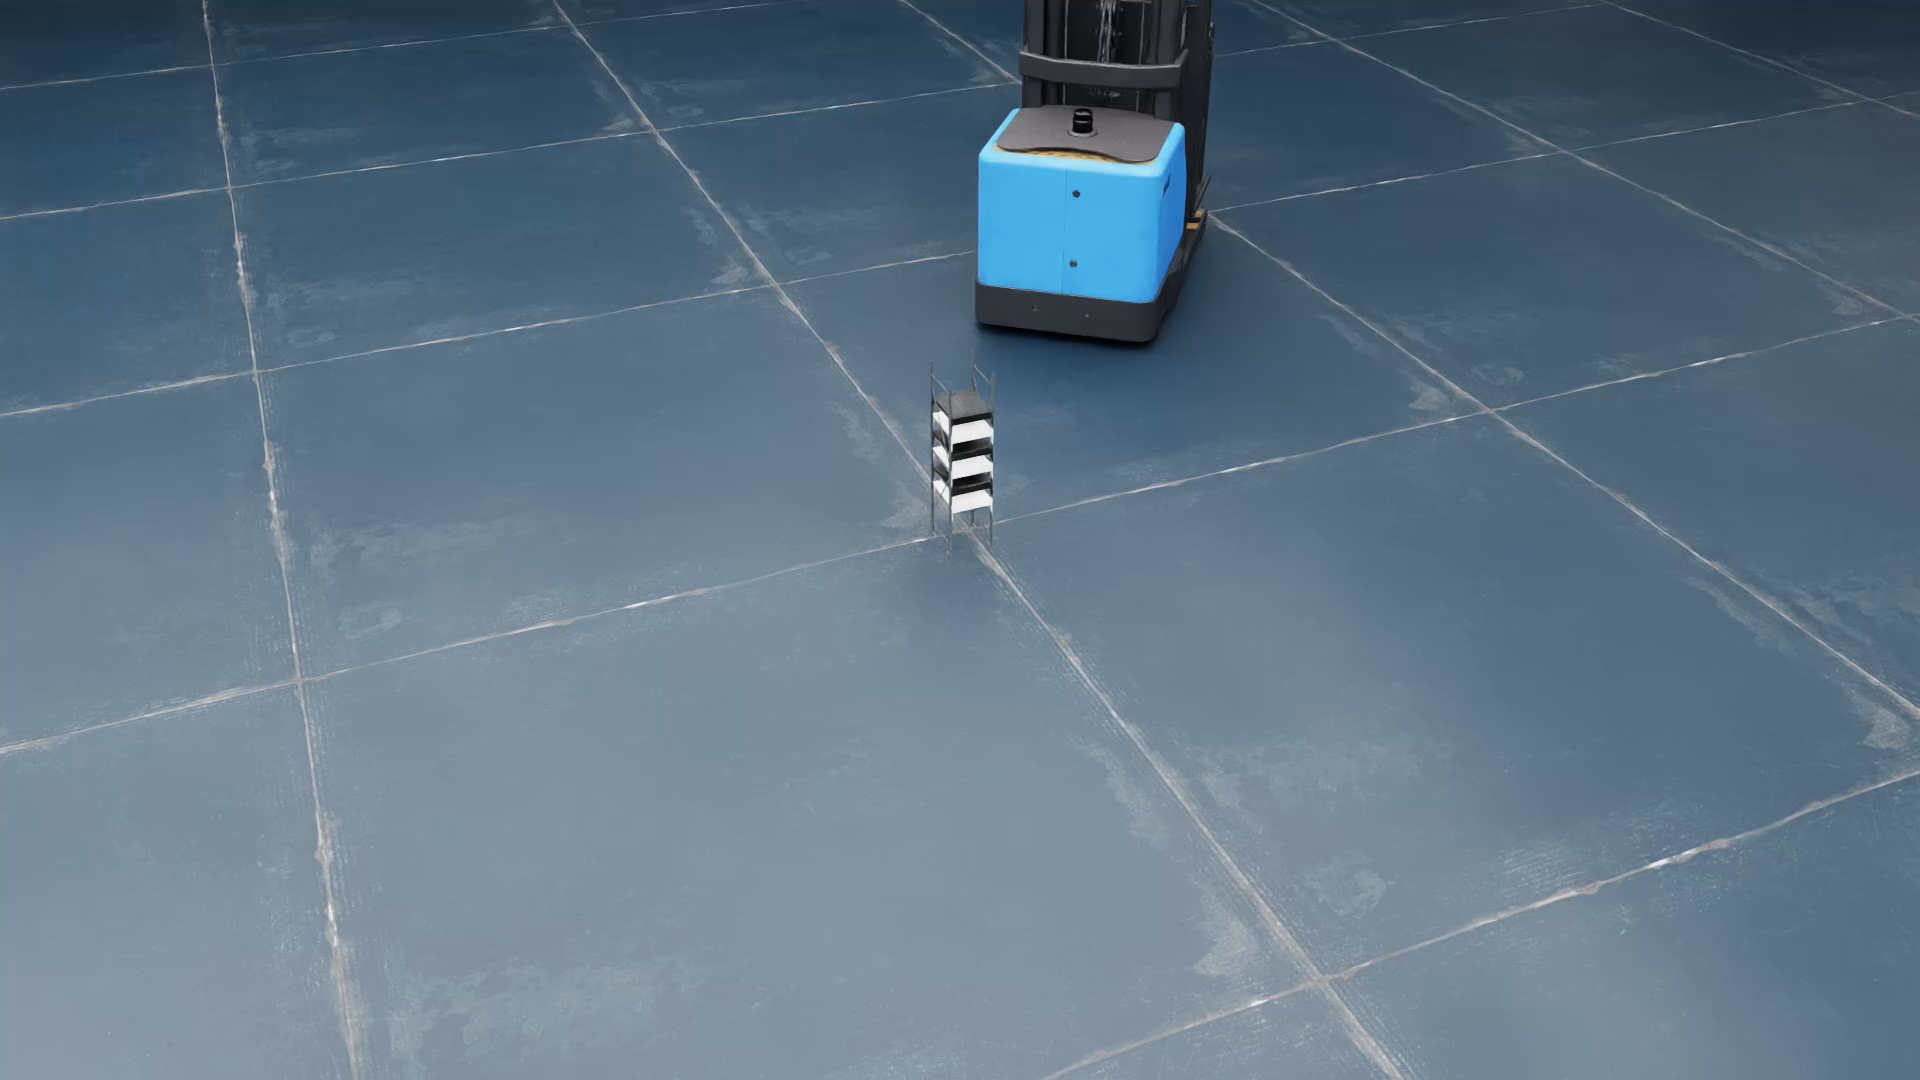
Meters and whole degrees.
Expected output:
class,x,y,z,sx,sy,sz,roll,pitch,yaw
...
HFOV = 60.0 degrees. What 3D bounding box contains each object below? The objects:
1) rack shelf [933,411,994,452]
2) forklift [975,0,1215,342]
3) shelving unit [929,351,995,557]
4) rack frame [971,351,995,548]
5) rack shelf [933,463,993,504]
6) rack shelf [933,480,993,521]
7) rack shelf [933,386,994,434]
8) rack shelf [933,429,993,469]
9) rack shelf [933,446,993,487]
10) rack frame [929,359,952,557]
class,x,y,z,sx,sy,sz,roll,pitch,yaw
rack shelf,0.007,-0.502,7.427,0.200,0.077,0.258,-13,35,-19
forklift,0.975,-3.136,9.882,1.130,2.935,3.031,9,34,13
shelving unit,0.007,-0.379,7.507,0.210,0.900,0.258,-13,35,-19
rack frame,0.101,-0.400,7.540,0.006,0.900,0.240,-13,35,-19
rack shelf,0.007,-0.276,7.574,0.200,0.077,0.258,-13,35,-19
rack shelf,0.007,-0.200,7.624,0.200,0.077,0.258,-13,35,-19
rack shelf,0.007,-0.577,7.378,0.200,0.077,0.258,-13,35,-19
rack shelf,0.007,-0.426,7.476,0.200,0.077,0.258,-13,35,-19
rack shelf,0.007,-0.351,7.525,0.200,0.077,0.258,-13,35,-19
rack frame,-0.086,-0.357,7.474,0.006,0.900,0.240,-13,35,-19
